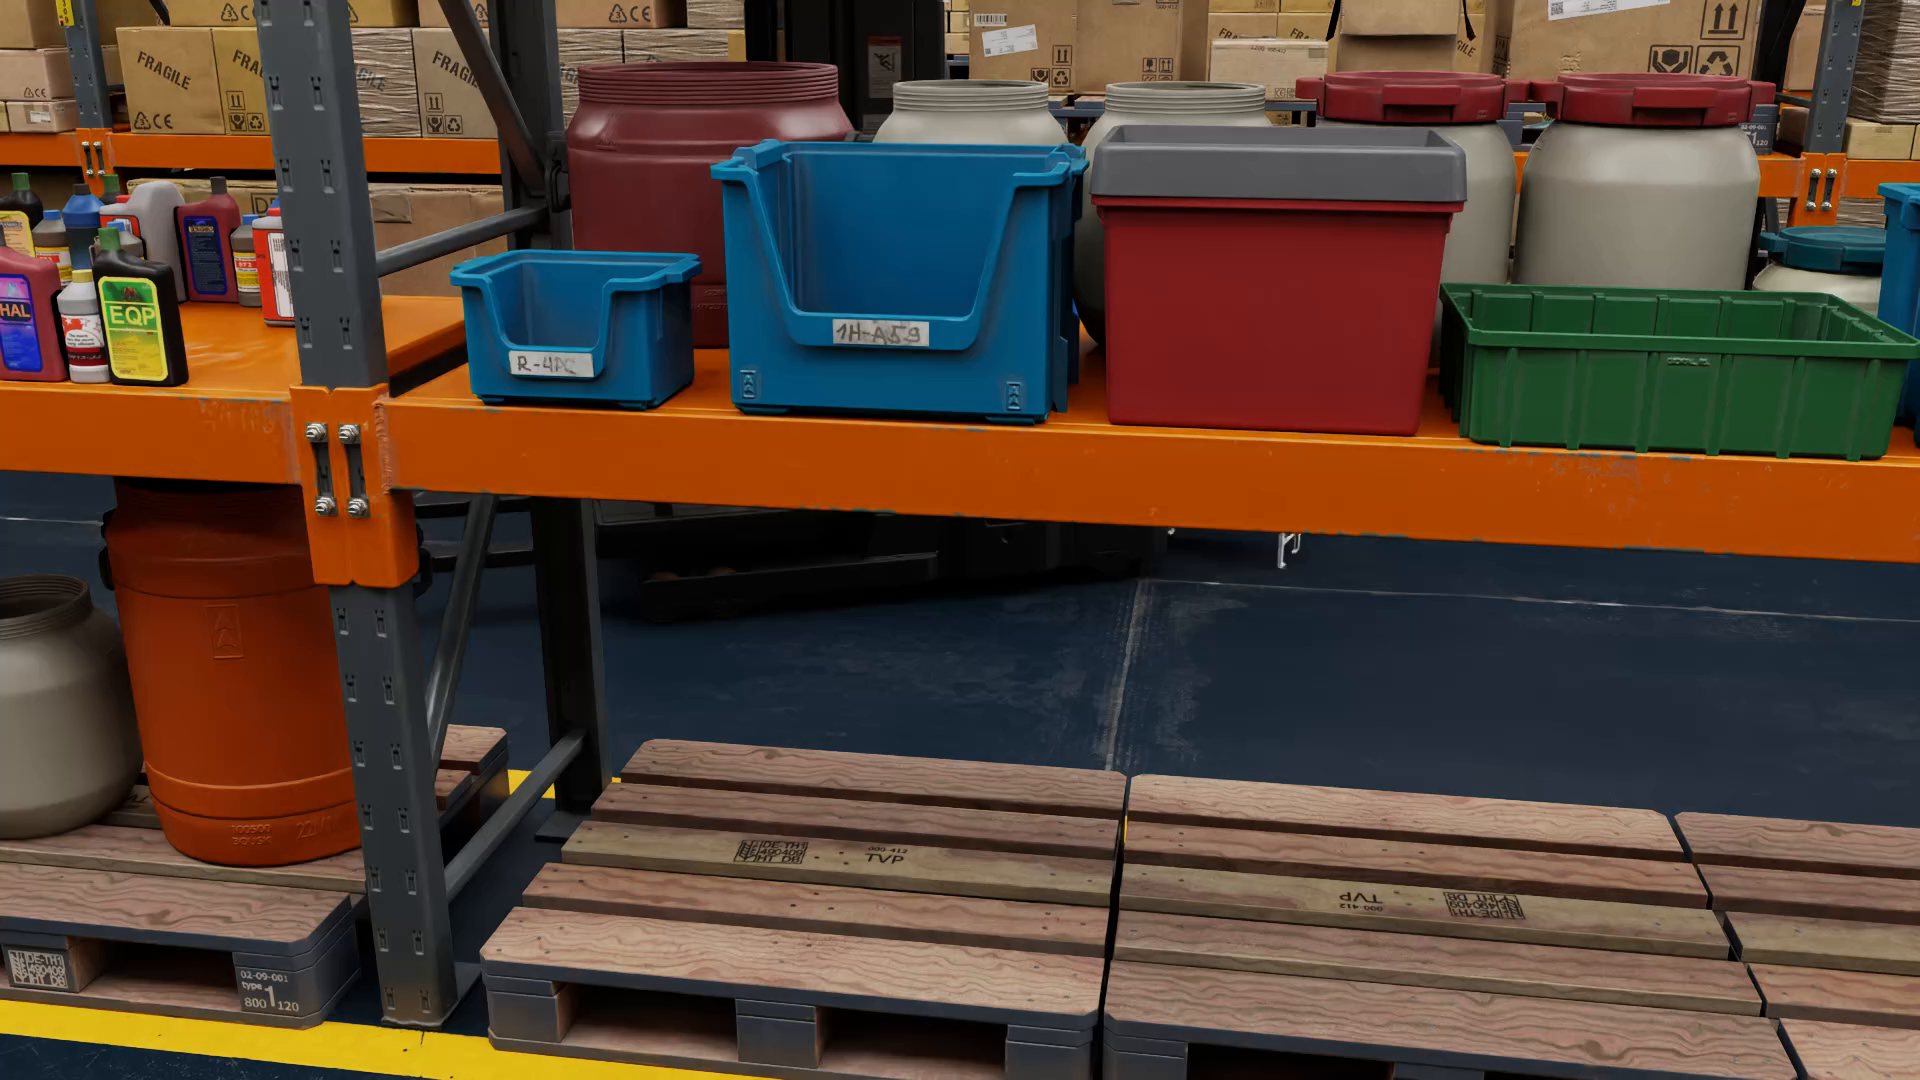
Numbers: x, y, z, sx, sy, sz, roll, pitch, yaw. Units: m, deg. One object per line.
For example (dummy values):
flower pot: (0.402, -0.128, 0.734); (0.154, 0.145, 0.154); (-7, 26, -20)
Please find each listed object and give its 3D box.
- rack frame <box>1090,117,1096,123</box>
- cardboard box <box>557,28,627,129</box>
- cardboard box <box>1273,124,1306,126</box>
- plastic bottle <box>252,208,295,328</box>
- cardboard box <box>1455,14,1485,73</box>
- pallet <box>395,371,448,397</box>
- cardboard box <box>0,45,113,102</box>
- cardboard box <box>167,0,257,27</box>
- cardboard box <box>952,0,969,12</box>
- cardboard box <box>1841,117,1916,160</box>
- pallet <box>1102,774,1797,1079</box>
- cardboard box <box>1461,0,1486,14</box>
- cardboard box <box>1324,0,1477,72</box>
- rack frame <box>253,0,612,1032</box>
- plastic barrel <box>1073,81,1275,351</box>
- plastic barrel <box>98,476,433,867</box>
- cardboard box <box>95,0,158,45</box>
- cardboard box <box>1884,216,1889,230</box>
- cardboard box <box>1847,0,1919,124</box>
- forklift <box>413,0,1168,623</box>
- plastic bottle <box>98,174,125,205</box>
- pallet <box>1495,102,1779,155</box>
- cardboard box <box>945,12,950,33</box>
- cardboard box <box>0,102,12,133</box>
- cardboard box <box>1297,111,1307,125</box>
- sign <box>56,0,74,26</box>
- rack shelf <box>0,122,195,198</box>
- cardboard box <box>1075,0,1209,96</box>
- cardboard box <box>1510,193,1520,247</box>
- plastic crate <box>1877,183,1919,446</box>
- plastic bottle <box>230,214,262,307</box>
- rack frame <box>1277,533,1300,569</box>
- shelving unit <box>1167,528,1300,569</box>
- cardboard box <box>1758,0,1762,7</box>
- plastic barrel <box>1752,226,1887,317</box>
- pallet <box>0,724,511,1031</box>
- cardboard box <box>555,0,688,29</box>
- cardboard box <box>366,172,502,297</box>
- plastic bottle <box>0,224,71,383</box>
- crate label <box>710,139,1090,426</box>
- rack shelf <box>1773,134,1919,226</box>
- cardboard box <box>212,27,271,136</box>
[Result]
rack frame: (1.330, -5.249, 17.263); (0.127, 3.000, 1.000); (3, 19, 9)
cardboard box: (-1.773, -2.191, 7.966); (0.500, 0.500, 0.500); (2, 19, 7)
cardboard box: (3.364, -4.096, 17.296); (0.625, 0.372, 0.950); (4, 19, 10)
plastic bottle: (-1.428, -0.609, 3.592); (0.135, 0.276, 0.152); (3, 19, 9)
cardboard box: (3.537, -3.507, 11.900); (0.500, 0.500, 0.500); (3, 19, 8)
pallet: (-2.210, -0.947, 8.802); (1.213, 0.211, 1.003); (3, 19, 9)
cardboard box: (-4.669, -2.356, 8.383); (0.500, 0.250, 0.500); (3, 19, 8)
cardboard box: (-3.560, -2.839, 8.323); (0.637, 0.503, 0.797); (2, 19, 7)
cardboard box: (0.087, -3.936, 12.137); (0.250, 0.149, 0.380); (2, 19, 6)
cardboard box: (3.872, -1.719, 7.109); (0.250, 0.149, 0.380); (3, 19, 9)
pallet: (0.932, 0.843, 3.451); (1.213, 0.211, 1.003); (3, 19, 9)
cardboard box: (3.594, -4.062, 11.982); (0.500, 0.500, 0.700); (3, 19, 8)
cardboard box: (1.981, -2.249, 7.474); (0.637, 0.503, 0.797); (5, 19, 14)
rack frame: (-1.028, -0.593, 3.347); (0.127, 3.000, 1.000); (3, 19, 9)
plastic barrel: (0.438, -0.640, 3.311); (0.421, 0.512, 0.421); (0, 18, 0)
plastic barrel: (-1.514, 0.218, 3.682); (0.708, 0.830, 0.600); (3, 19, 9)
cardboard box: (-4.624, -2.875, 8.755); (0.500, 0.500, 0.500); (3, 19, 9)
cardboard box: (6.994, -2.539, 11.851); (0.875, 0.875, 0.875); (3, 19, 8)
cardboard box: (4.142, -2.089, 7.194); (0.500, 0.500, 0.875); (3, 19, 9)
forklift: (-0.833, -1.302, 5.575); (3.031, 2.935, 1.130); (-5, 19, -14)
plastic bottle: (-1.986, -0.705, 3.866); (0.133, 0.283, 0.061); (3, 19, 9)
pallet: (2.975, -1.936, 7.664); (1.213, 0.211, 1.003); (3, 19, 9)
cardboard box: (-0.180, -3.809, 12.226); (0.250, 0.149, 0.380); (4, 19, 11)
cardboard box: (-4.799, -2.152, 8.404); (0.250, 0.149, 0.380); (3, 19, 10)
cardboard box: (4.781, -5.740, 21.812); (0.625, 0.625, 0.875); (3, 19, 8)
sign: (-4.278, -2.620, 7.916); (0.005, 0.325, 0.100); (3, 19, 9)
rack shelf: (-6.166, -2.105, 9.001); (4.000, 0.370, 1.077); (3, 19, 9)
cardboard box: (0.864, -2.379, 7.868); (0.500, 0.500, 0.700); (6, 19, 17)
cardboard box: (3.966, -2.627, 12.311); (0.750, 0.750, 1.050); (3, 19, 8)
plastic crate: (1.783, -0.342, 2.622); (0.575, 0.384, 0.392); (3, 19, 9)
plastic bottle: (-1.610, -0.641, 3.804); (0.097, 0.201, 0.097); (0, 18, 0)
rack frame: (1.204, -0.500, 5.908); (0.015, 1.200, 0.240); (9, 21, 25)
shelving unit: (0.986, -0.535, 6.012); (0.503, 1.200, 0.258); (9, 21, 25)
cardboard box: (5.514, -4.054, 11.755); (0.550, 0.550, 0.875); (3, 19, 9)
plastic barrel: (1.639, -0.440, 3.110); (0.301, 0.262, 0.301); (0, 18, 0)
pallet: (-1.813, 0.703, 3.869); (1.213, 0.211, 1.003); (3, 19, 9)
cardboard box: (-1.605, -2.743, 8.035); (0.637, 0.503, 0.797); (3, 19, 10)
cardboard box: (-2.674, -1.466, 8.645); (0.875, 0.875, 1.225); (2, 19, 7)
plastic bottle: (-1.723, -0.436, 3.061); (0.133, 0.283, 0.061); (3, 19, 9)
crate label: (-0.090, -0.475, 2.938); (0.616, 0.435, 0.502); (3, 19, 9)
rack shelf: (5.682, -1.501, 7.196); (4.000, 0.370, 1.077); (3, 19, 9)
cardboard box: (-3.281, -2.267, 8.192); (0.500, 0.500, 0.500); (3, 19, 9)
